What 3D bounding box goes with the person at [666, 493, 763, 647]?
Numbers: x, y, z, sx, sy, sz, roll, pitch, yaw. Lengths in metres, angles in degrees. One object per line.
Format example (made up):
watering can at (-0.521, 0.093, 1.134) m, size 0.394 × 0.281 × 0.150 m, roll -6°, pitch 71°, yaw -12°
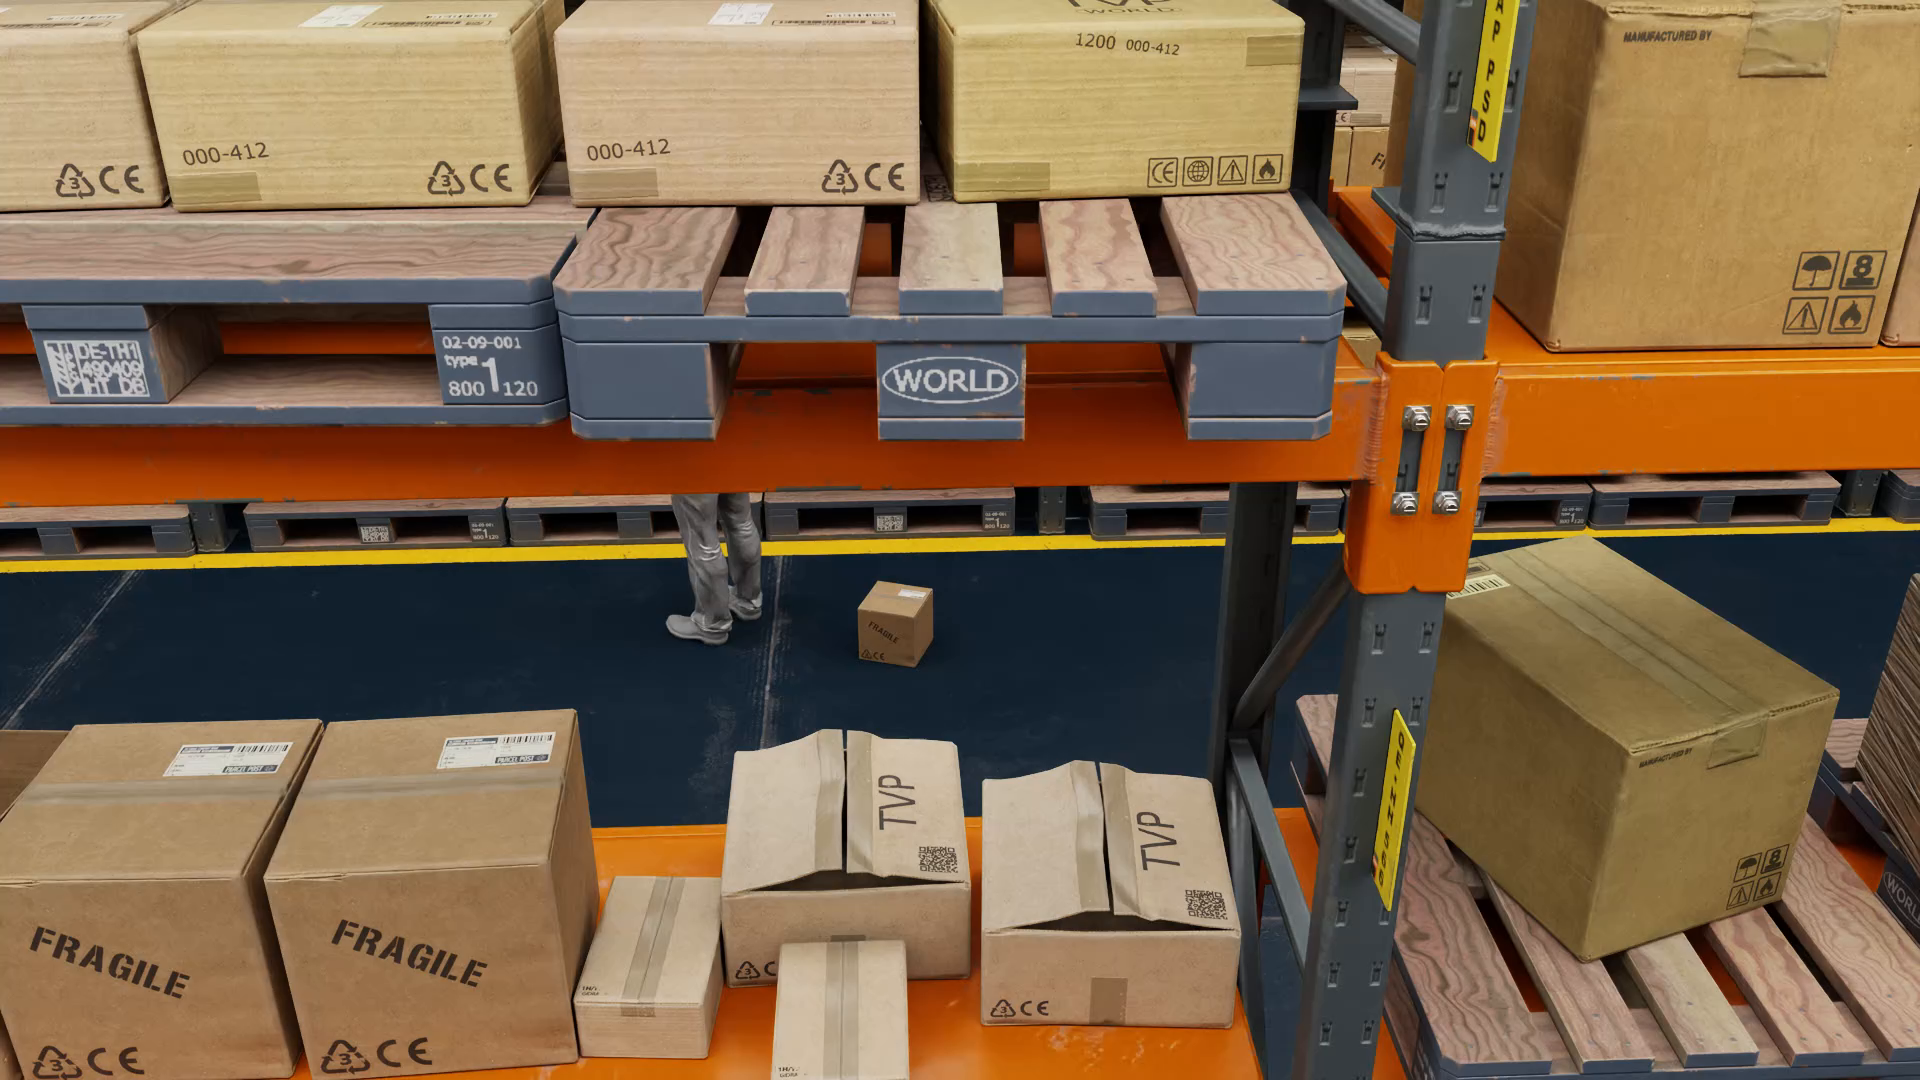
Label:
person at (-1.052, -0.410, 6.880) m, size 0.385 × 1.772 × 0.569 m, roll 19°, pitch 33°, yaw 32°
